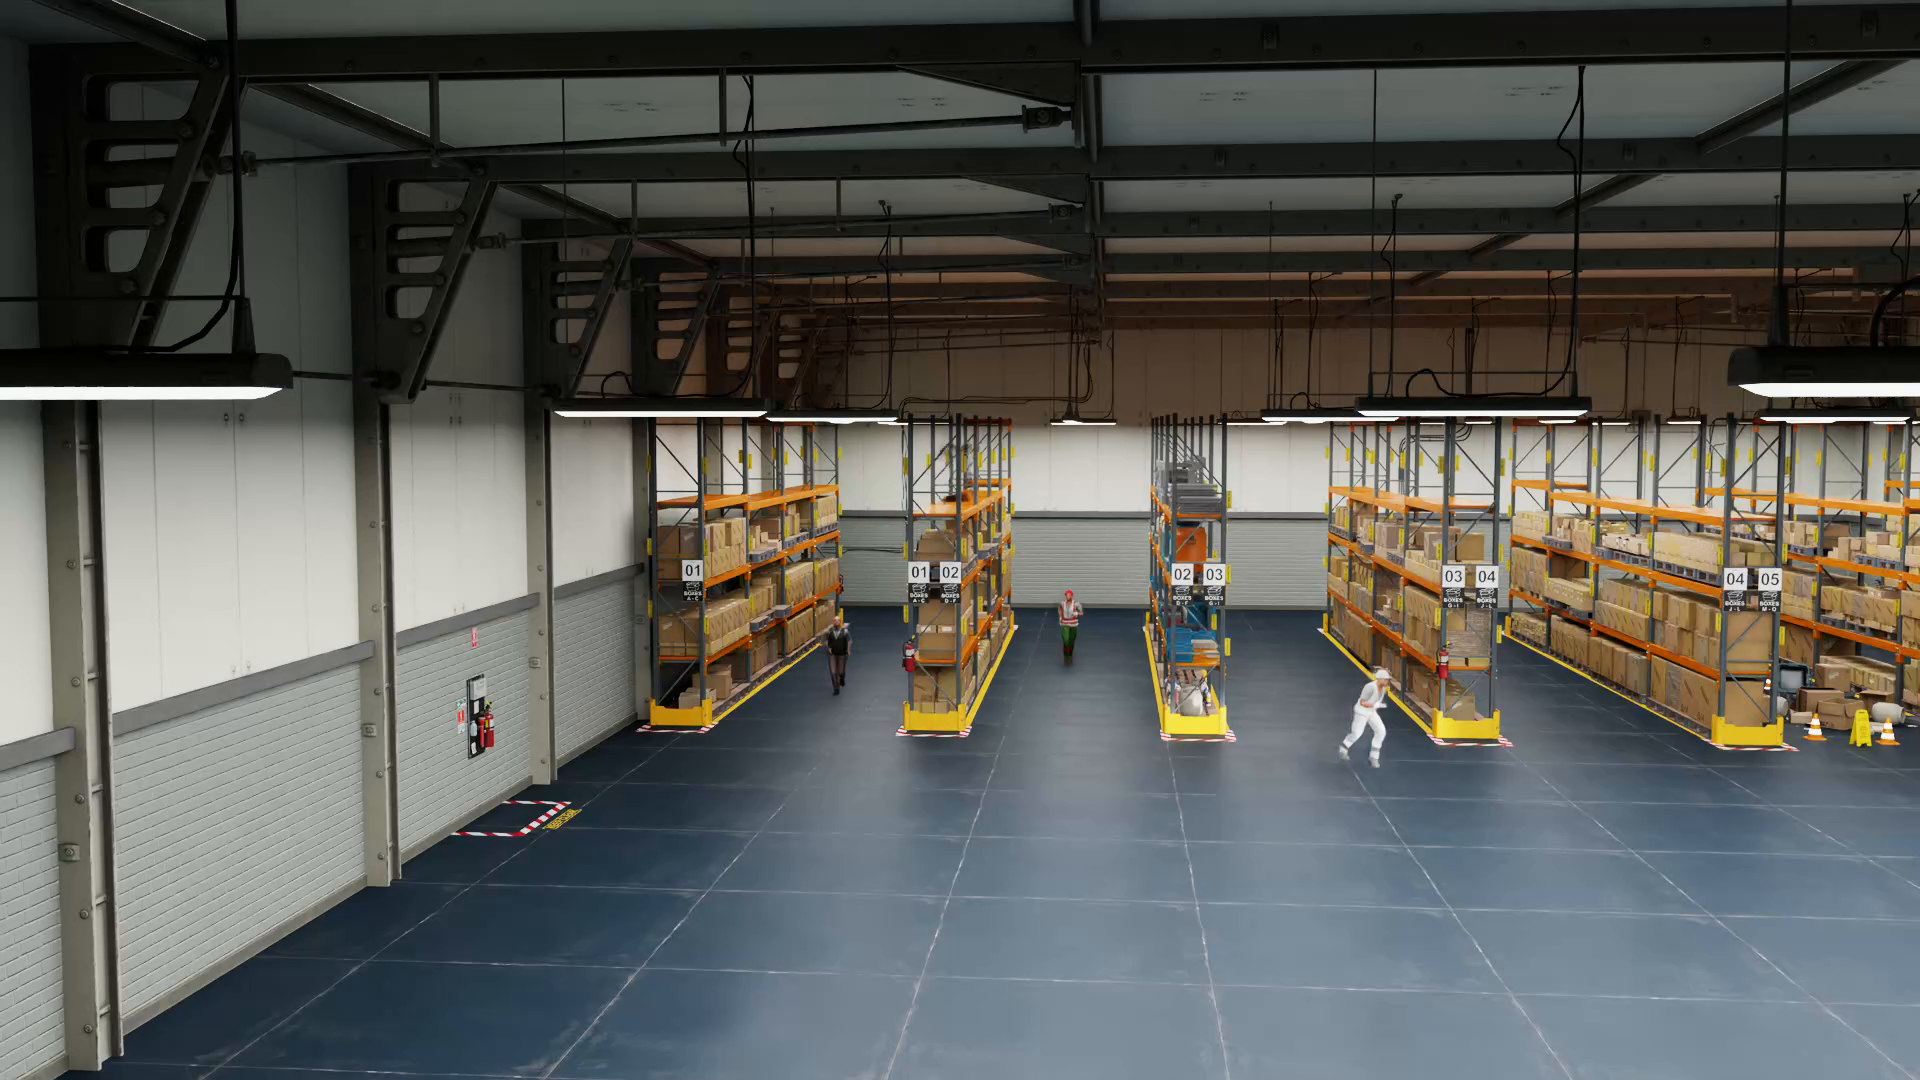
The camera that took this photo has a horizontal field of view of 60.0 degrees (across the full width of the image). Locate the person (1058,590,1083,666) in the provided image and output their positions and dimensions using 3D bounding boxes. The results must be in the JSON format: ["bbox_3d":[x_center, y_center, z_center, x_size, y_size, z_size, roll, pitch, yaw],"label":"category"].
[{"bbox_3d":[2.687,2.121,40.395,0.619,1.850,0.799,0,4,5],"label":"person"}]

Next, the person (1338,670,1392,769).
[{"bbox_3d":[6.876,3.014,28.202,0.707,1.717,1.019,-3,5,-41],"label":"person"}]

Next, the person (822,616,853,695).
[{"bbox_3d":[-2.645,2.482,35.838,0.661,1.681,0.585,0,4,-1],"label":"person"}]
